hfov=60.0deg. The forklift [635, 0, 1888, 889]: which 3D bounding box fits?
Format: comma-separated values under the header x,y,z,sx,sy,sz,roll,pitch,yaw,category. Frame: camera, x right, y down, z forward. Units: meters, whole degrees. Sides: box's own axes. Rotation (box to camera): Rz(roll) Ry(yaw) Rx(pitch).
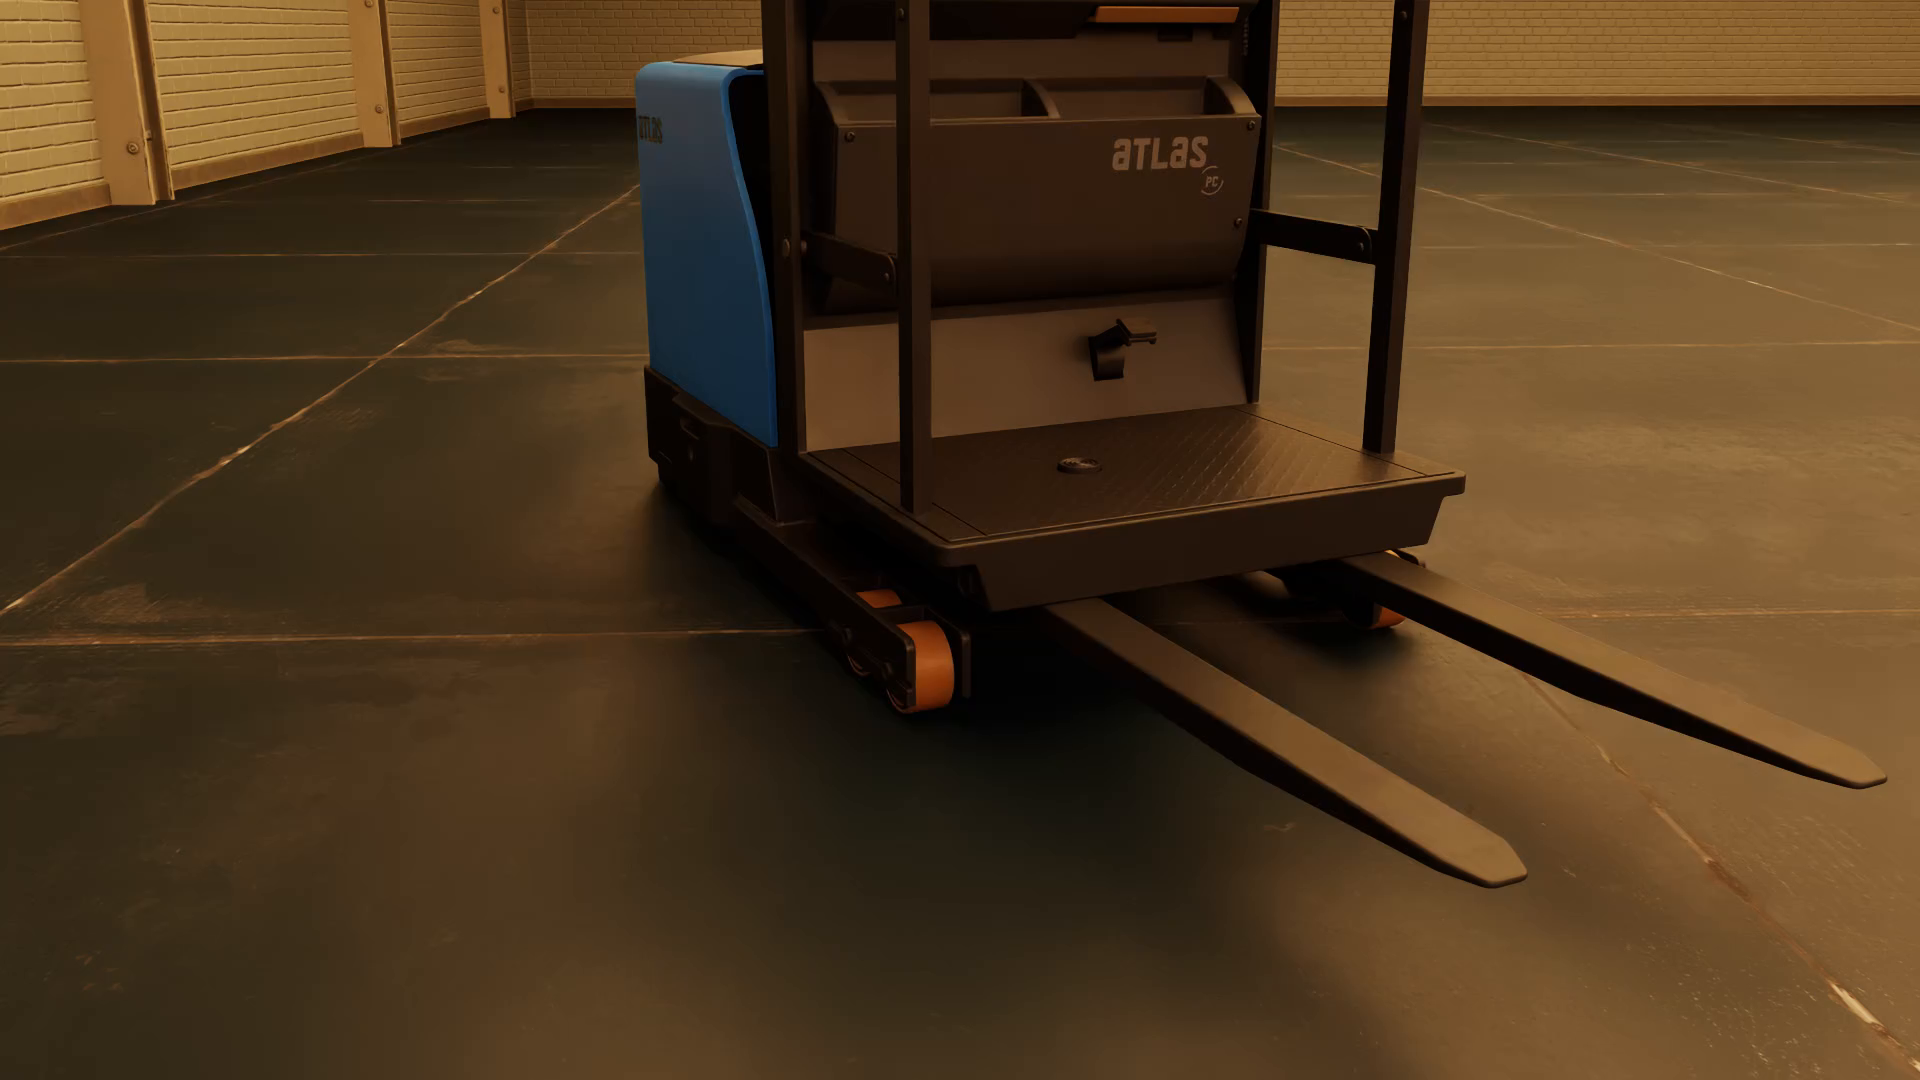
x,y,z,sx,sy,sz,roll,pitch,yaw,category
0.258,-1.240,2.962,1.130,2.935,3.031,-8,19,-24,forklift
